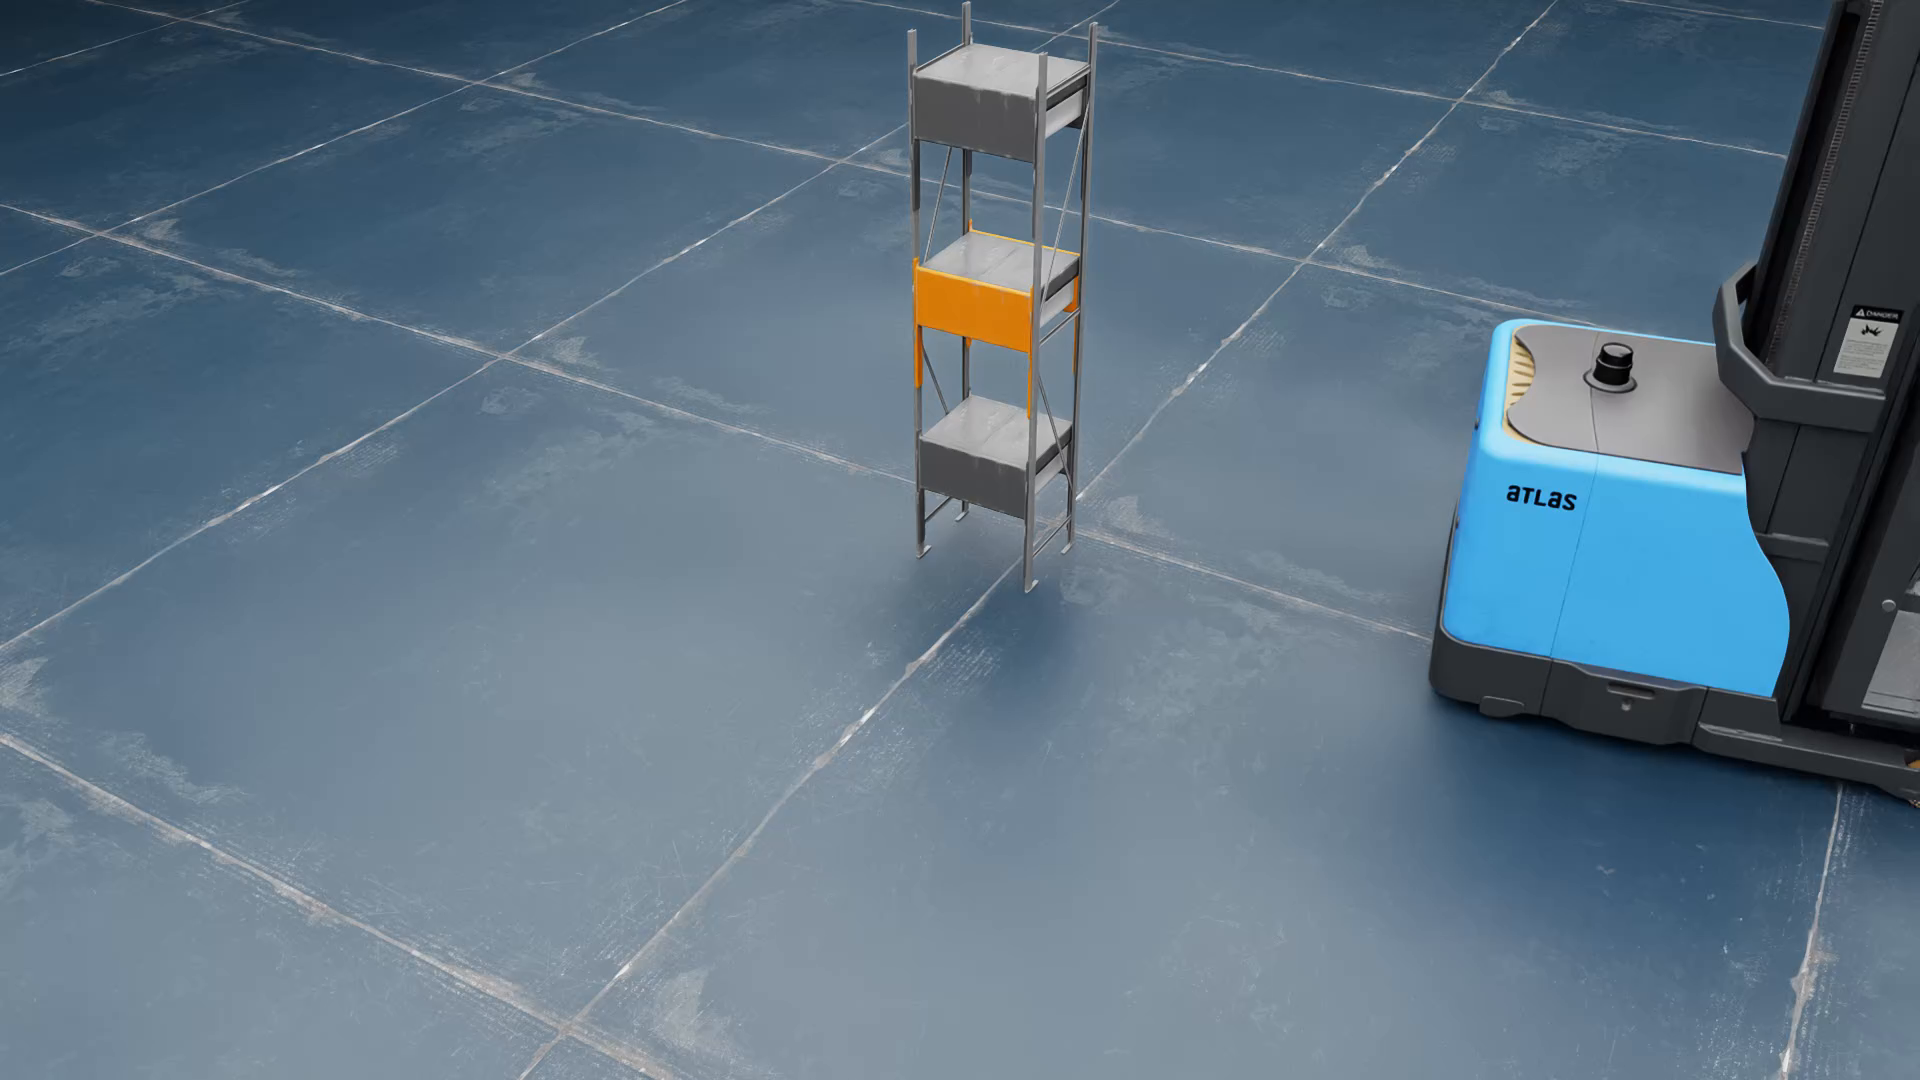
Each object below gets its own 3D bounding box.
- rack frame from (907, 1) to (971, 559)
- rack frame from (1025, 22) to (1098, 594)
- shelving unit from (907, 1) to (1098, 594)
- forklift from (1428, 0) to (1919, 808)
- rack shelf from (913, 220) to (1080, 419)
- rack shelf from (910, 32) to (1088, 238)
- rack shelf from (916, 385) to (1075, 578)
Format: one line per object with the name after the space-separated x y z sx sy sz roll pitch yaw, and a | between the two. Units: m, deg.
-0.068 -0.896 6.200 0.015 2.100 0.400 18 37 24 | rack frame
0.356 -0.761 5.999 0.015 2.100 0.400 18 37 24 | rack frame
0.144 -0.828 6.100 0.503 2.100 0.431 18 37 24 | shelving unit
3.231 -0.639 5.065 3.031 2.935 1.130 10 35 15 | forklift
0.144 -0.817 6.107 0.480 0.518 0.431 18 37 24 | rack shelf
0.144 -1.400 5.719 0.480 0.518 0.431 18 37 24 | rack shelf
0.144 -0.234 6.495 0.480 0.518 0.431 18 37 24 | rack shelf
